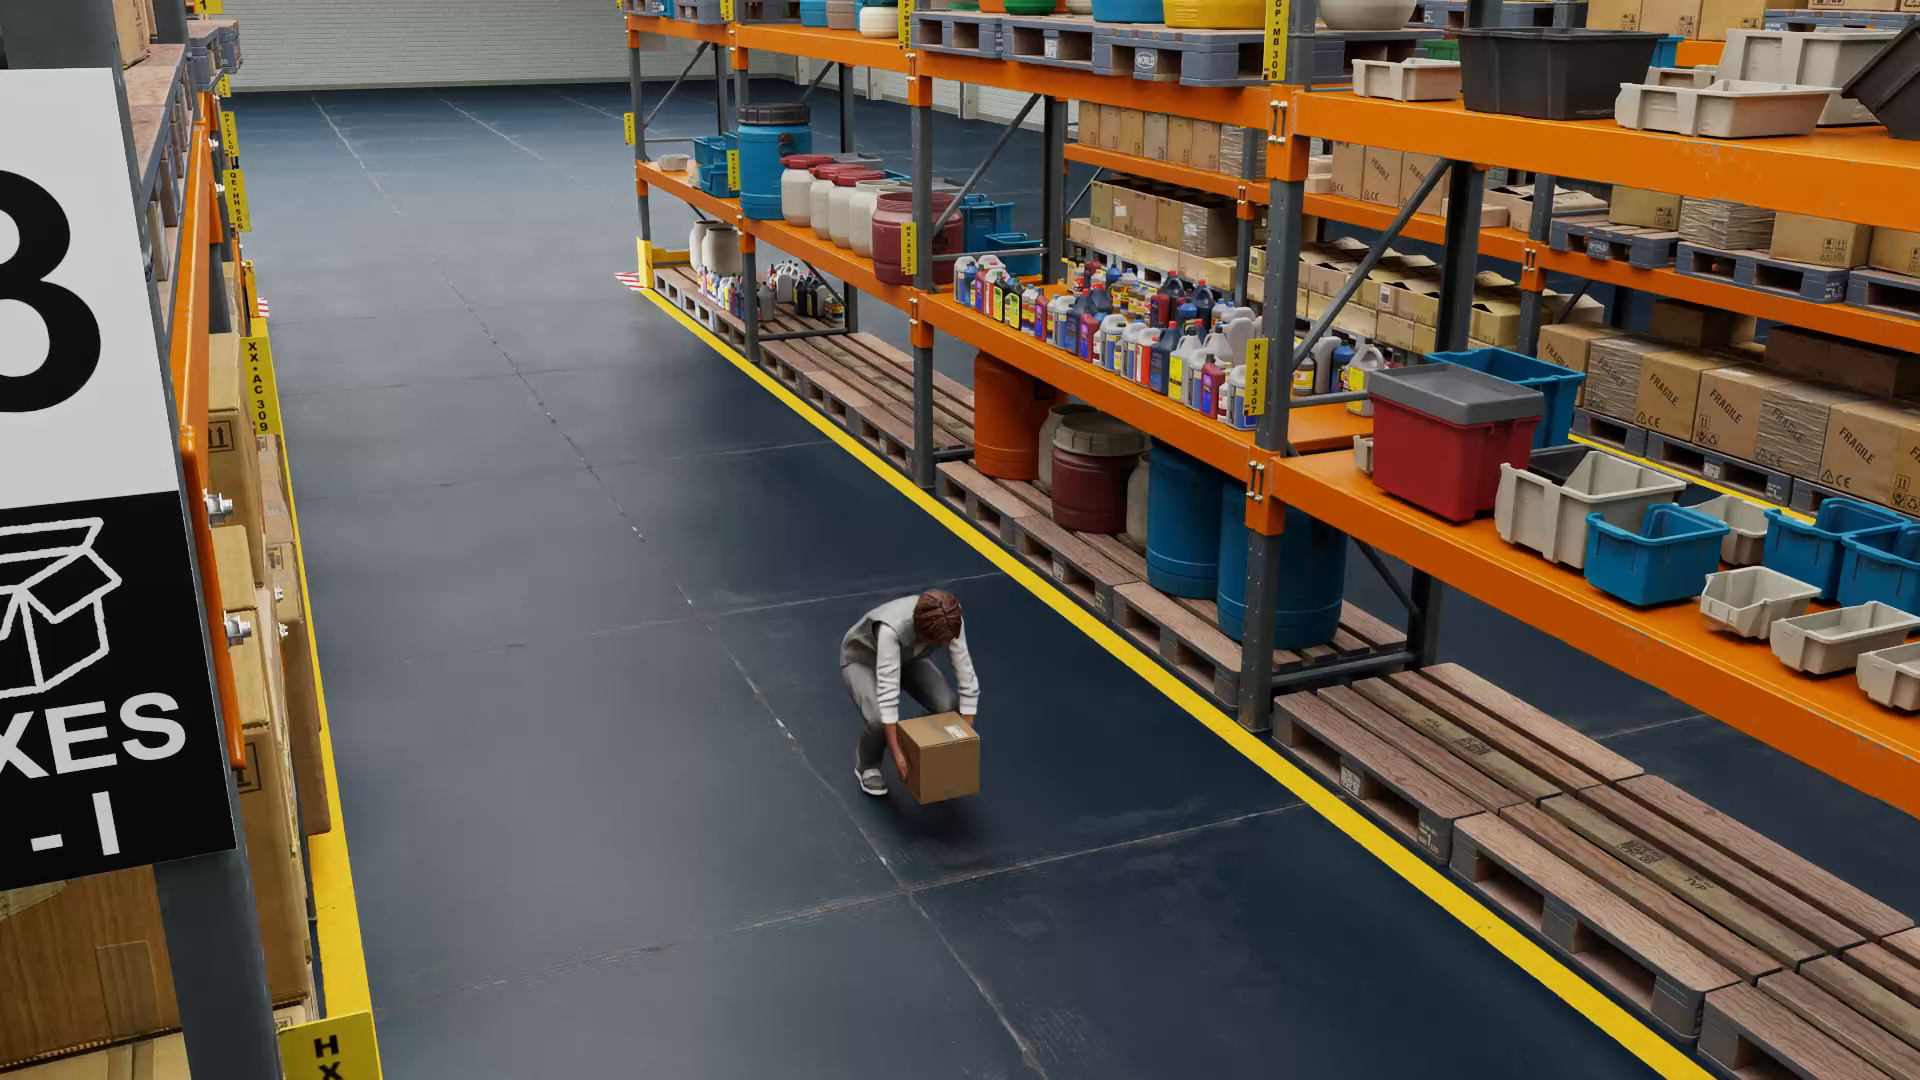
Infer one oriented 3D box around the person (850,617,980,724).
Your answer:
[{"bbox_3d":[-0.228,0.427,6.843,0.434,0.463,0.644,-8,21,-22],"label":"person"}]
